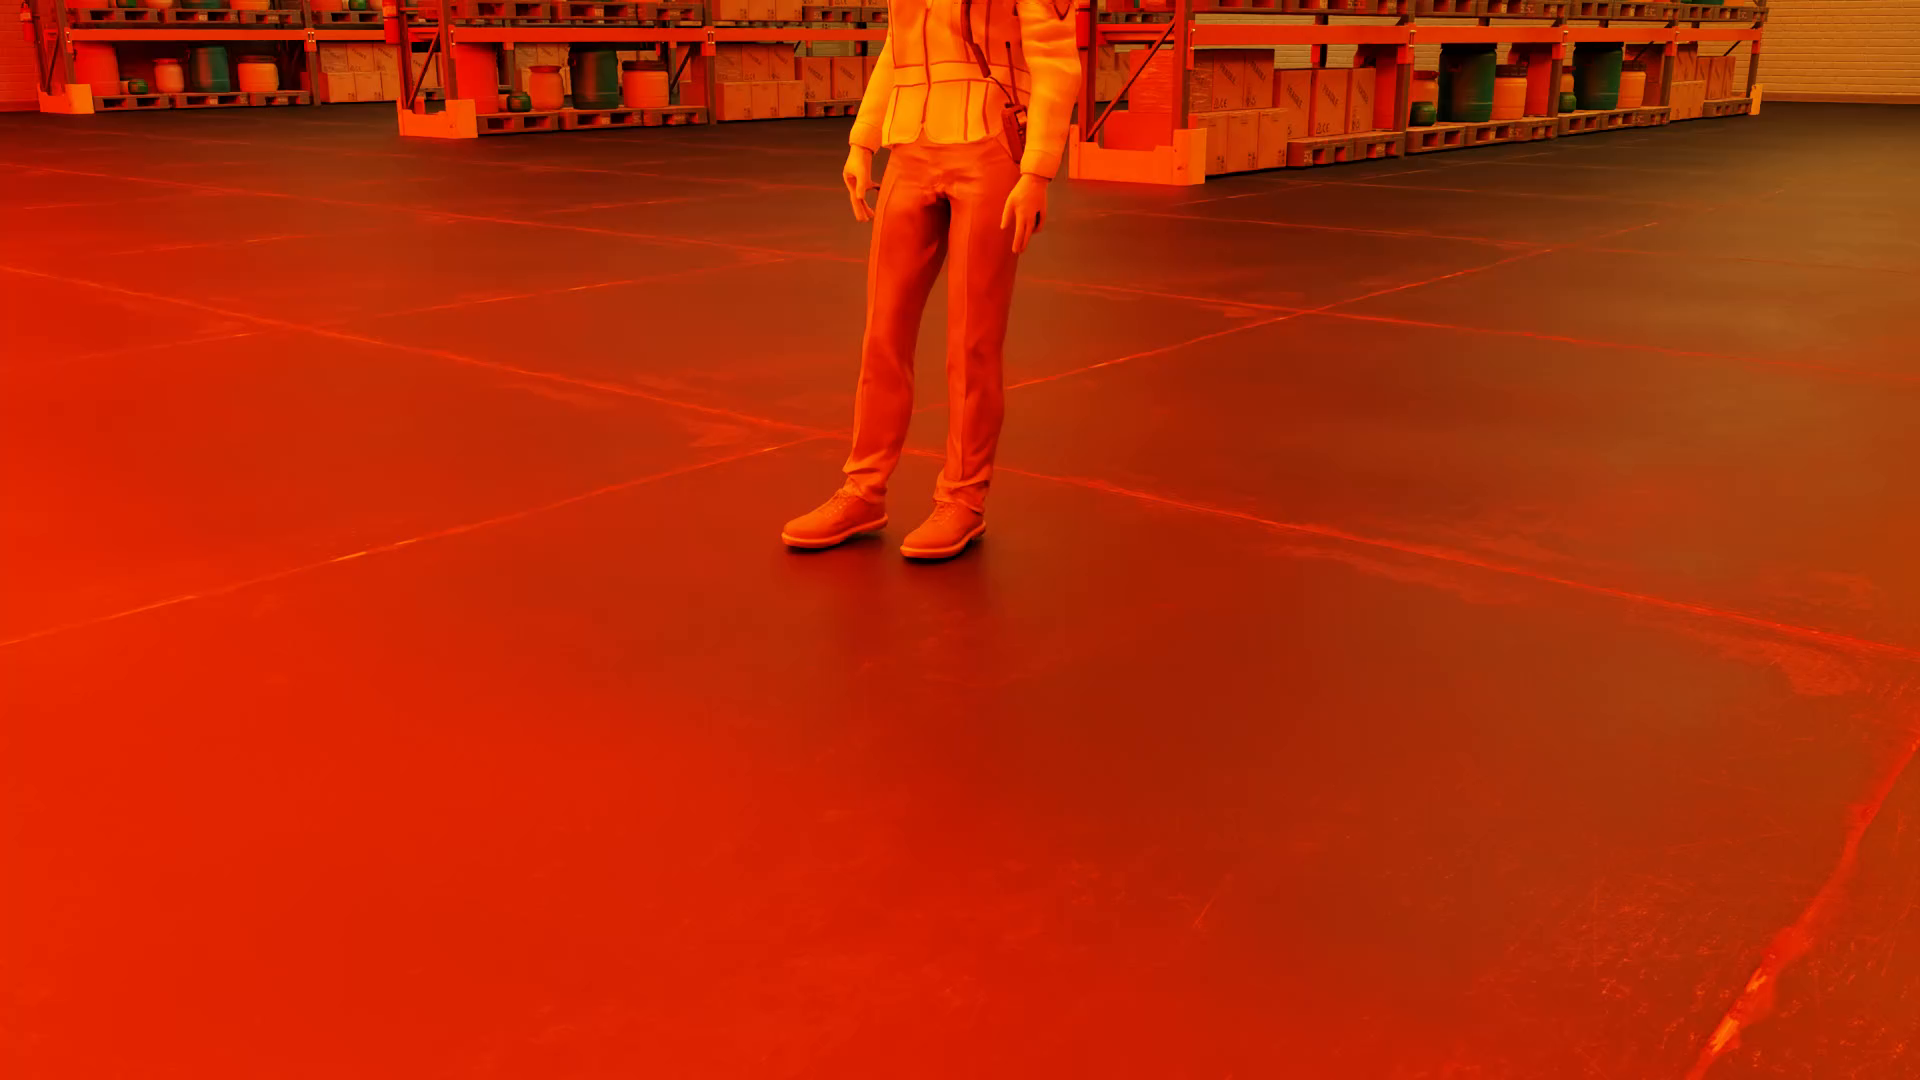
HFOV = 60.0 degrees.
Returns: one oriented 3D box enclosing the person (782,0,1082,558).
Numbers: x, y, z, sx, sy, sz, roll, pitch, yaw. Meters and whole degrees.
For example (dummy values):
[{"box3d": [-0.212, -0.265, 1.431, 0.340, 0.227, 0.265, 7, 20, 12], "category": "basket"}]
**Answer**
[{"box3d": [-0.054, -0.806, 3.654, 0.569, 1.696, 0.533, 13, 21, 37], "category": "person"}]
